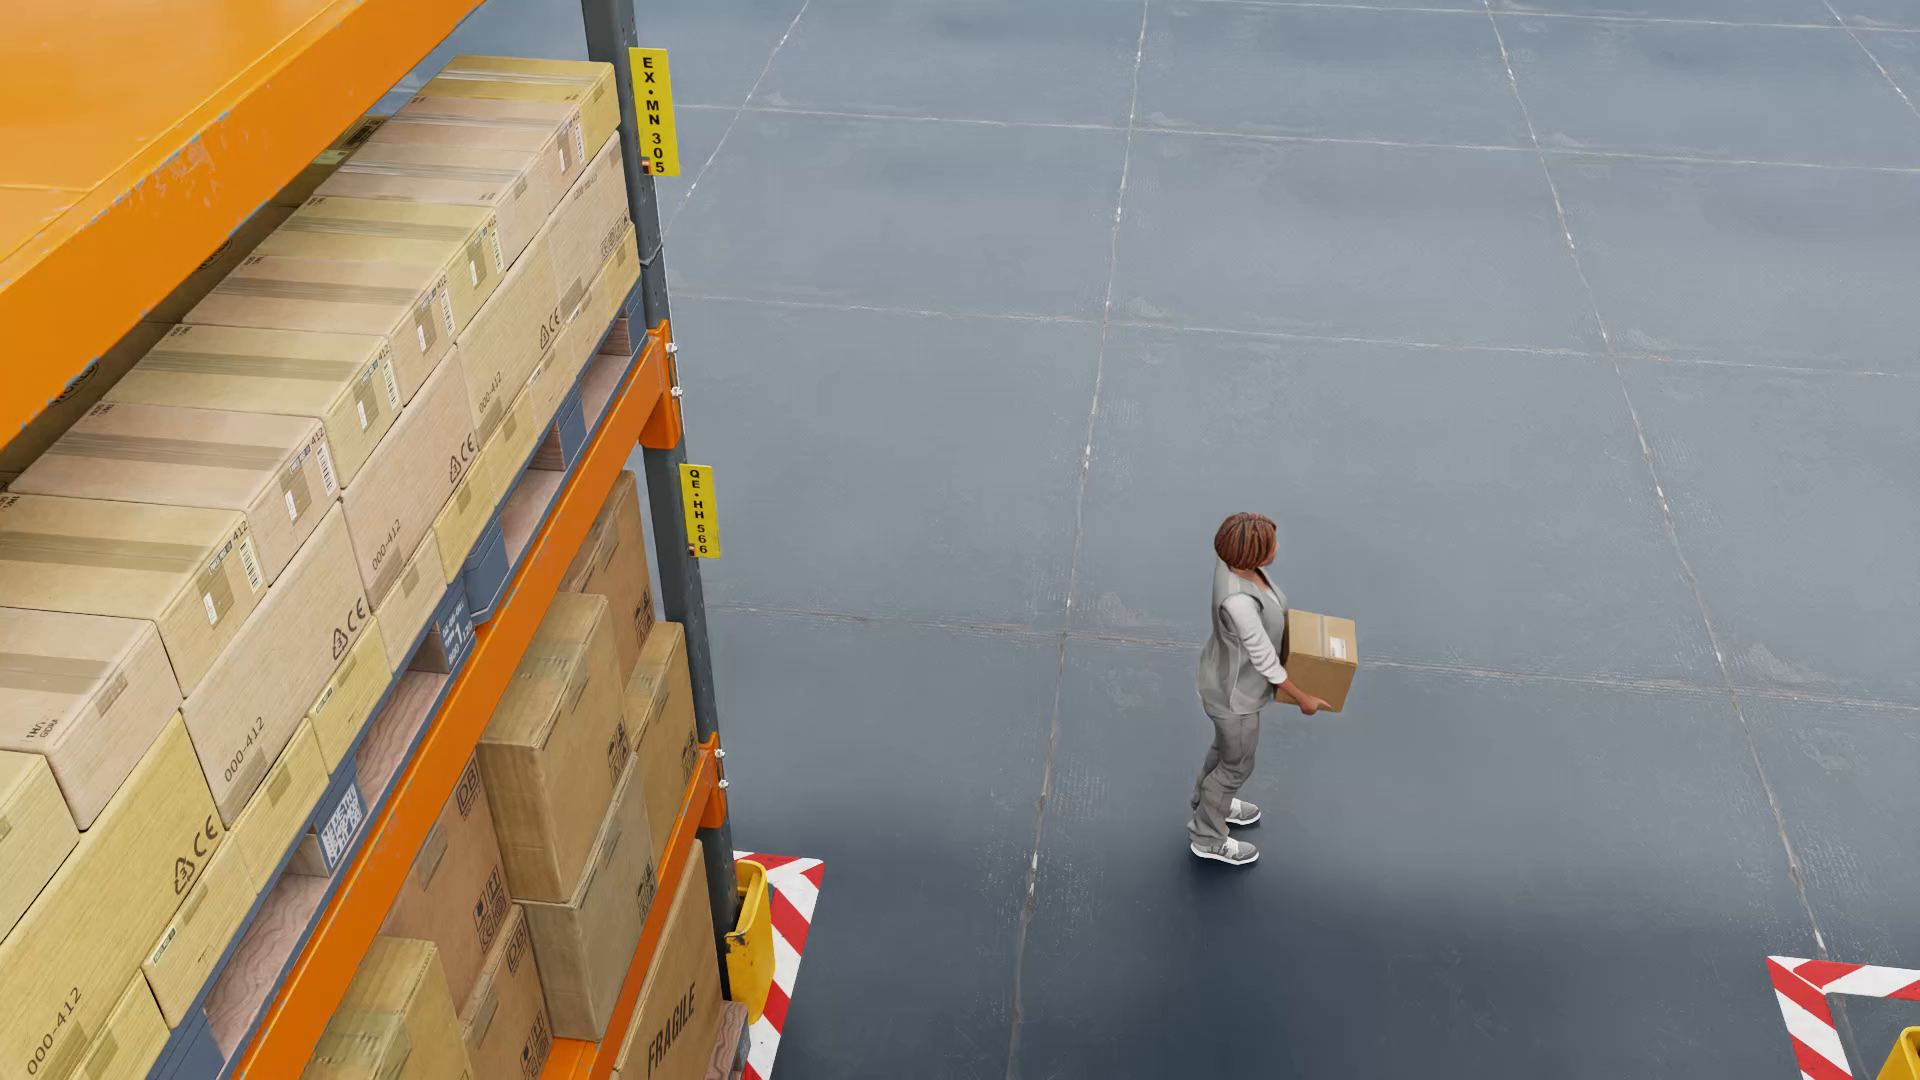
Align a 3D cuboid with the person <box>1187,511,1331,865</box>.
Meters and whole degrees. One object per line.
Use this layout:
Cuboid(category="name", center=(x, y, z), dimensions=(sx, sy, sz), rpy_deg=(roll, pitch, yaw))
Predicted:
Cuboid(category="person", center=(1.138, 0.567, 6.287), dimensions=(0.495, 1.596, 0.401), rpy_deg=(5, 37, 6))
